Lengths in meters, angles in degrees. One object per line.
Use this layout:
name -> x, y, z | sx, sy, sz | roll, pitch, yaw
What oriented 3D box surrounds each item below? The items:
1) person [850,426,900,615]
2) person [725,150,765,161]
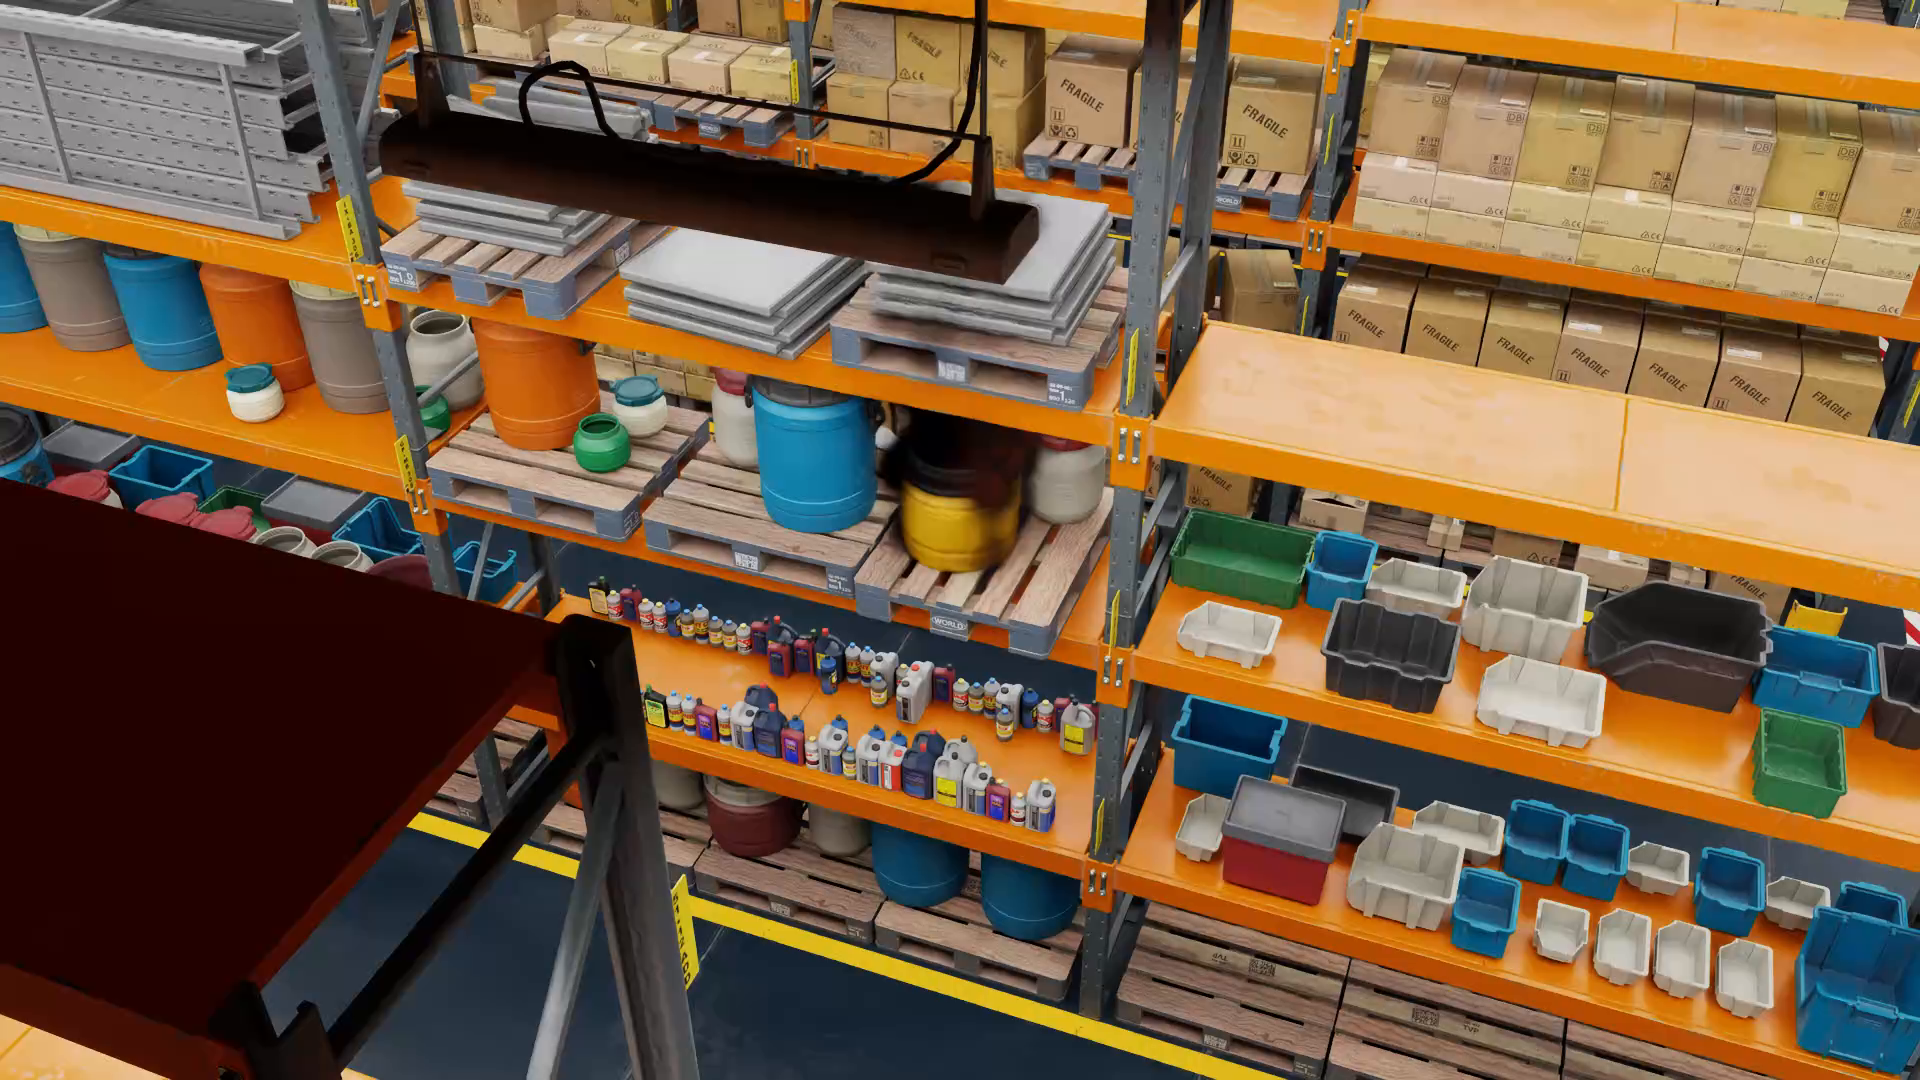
person -> -0.531, -0.062, 12.076 | 0.774, 1.755, 0.558 | 4, 37, 6
person -> -2.224, -3.607, 16.922 | 0.633, 1.562, 0.511 | 2, 37, 3
